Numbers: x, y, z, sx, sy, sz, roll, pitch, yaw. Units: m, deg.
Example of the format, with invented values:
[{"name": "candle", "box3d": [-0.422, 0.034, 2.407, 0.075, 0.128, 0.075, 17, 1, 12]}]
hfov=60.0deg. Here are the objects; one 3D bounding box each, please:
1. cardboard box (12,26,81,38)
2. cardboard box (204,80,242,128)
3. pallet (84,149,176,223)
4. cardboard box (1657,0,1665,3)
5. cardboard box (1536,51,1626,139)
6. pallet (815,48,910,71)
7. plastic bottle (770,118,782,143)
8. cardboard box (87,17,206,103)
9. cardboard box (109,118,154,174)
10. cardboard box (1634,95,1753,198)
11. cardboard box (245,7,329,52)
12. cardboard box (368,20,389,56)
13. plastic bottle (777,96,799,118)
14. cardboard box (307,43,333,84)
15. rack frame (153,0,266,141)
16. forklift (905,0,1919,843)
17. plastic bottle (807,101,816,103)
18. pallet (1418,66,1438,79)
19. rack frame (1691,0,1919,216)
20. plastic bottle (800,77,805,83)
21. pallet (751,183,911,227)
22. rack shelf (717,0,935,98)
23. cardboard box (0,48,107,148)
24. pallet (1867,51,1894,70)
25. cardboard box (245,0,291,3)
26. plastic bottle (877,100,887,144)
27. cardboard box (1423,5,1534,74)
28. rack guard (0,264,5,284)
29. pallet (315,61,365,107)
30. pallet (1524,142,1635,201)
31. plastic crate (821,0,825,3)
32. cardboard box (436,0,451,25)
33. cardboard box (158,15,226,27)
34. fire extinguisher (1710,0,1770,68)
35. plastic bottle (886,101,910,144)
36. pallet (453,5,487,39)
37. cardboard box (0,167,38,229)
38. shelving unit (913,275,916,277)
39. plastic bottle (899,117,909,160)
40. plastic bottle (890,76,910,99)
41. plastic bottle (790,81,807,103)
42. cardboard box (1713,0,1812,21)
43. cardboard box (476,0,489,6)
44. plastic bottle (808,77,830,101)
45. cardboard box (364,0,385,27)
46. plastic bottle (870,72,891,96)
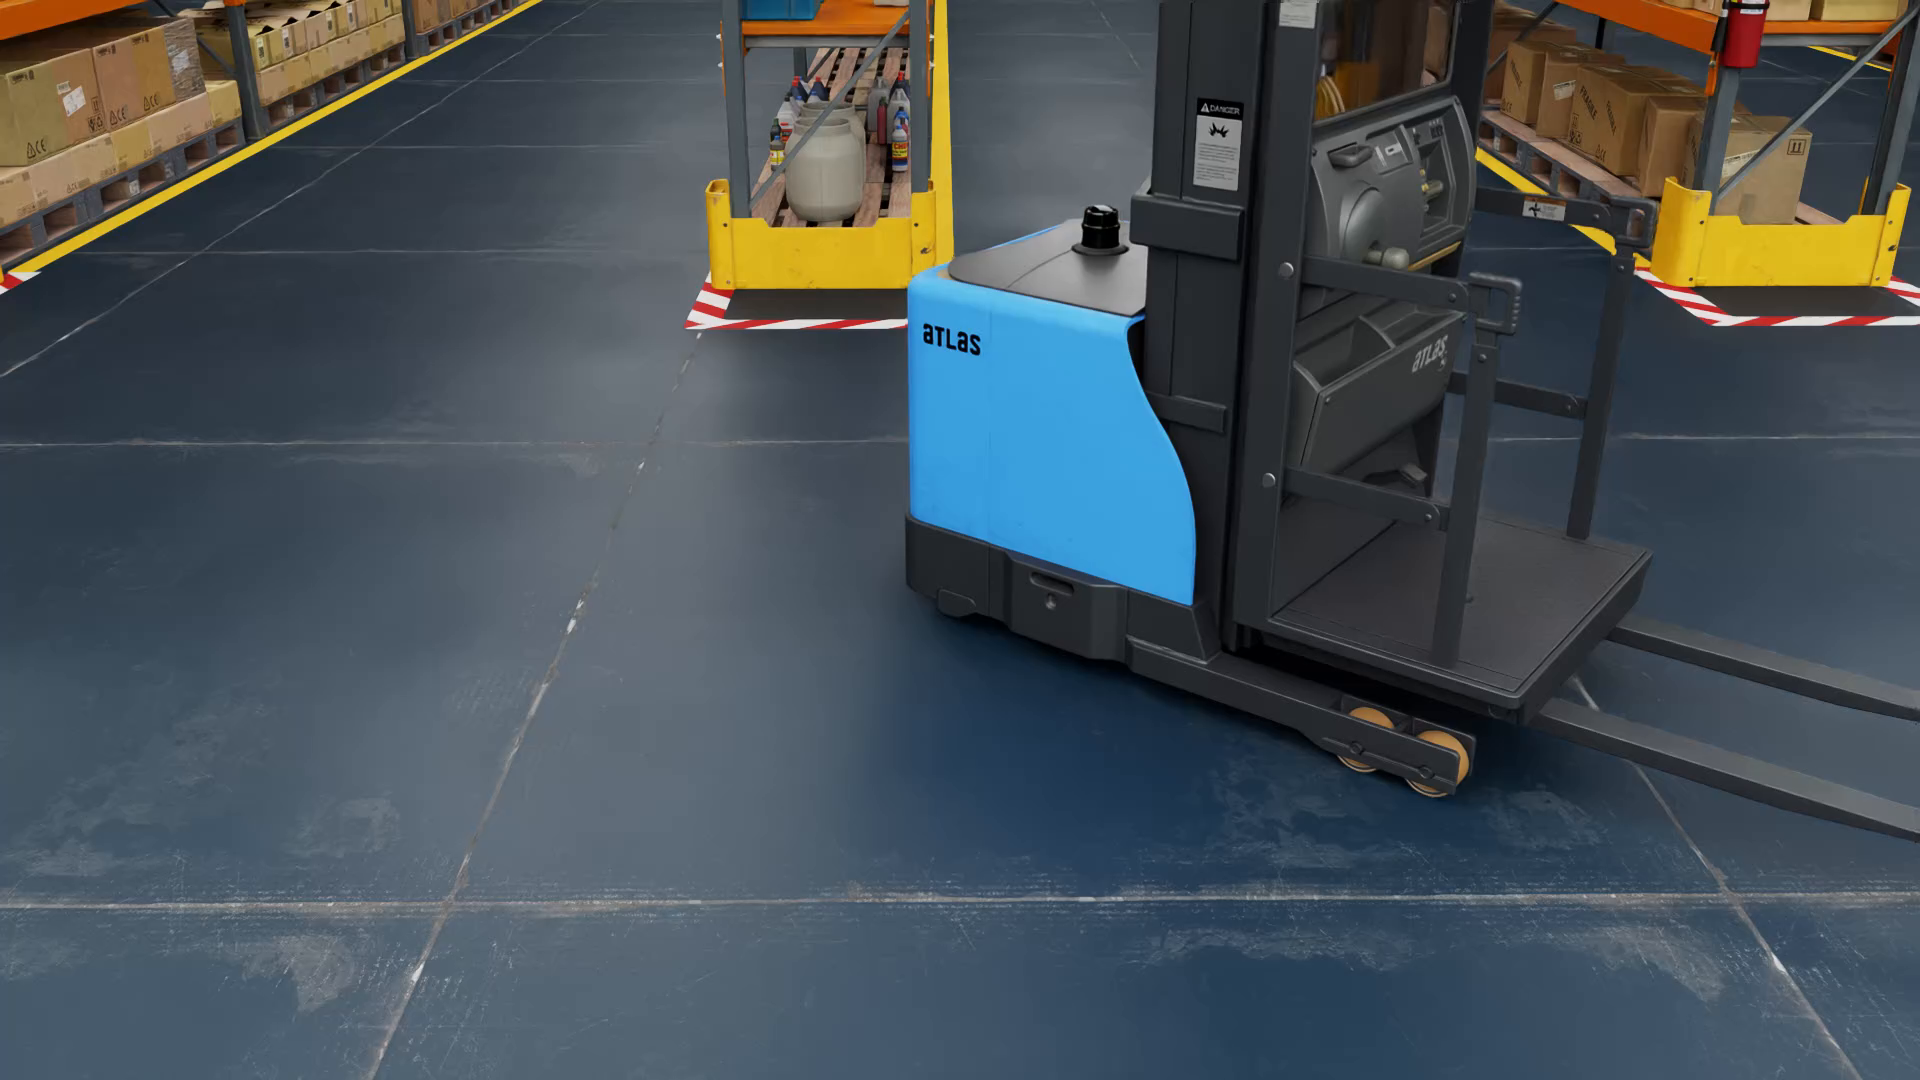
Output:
[{"name": "cardboard box", "box3d": [-5.958, -3.009, 10.680, 0.500, 0.500, 0.500, 0, 24, -1]}, {"name": "cardboard box", "box3d": [-5.437, -3.082, 11.751, 0.500, 0.250, 0.500, 0, 24, -1]}, {"name": "pallet", "box3d": [-5.678, -2.231, 10.427, 1.003, 0.211, 1.213, 0, 24, -1]}, {"name": "cardboard box", "box3d": [4.036, -3.039, 9.134, 0.380, 0.149, 0.250, 0, 24, -1]}, {"name": "cardboard box", "box3d": [4.223, -3.028, 11.328, 0.500, 0.500, 0.500, 8, 25, 16]}, {"name": "pallet", "box3d": [-0.782, -4.412, 15.250, 1.003, 0.211, 1.213, 0, 24, -1]}, {"name": "plastic bottle", "box3d": [-1.142, -2.472, 10.337, 0.061, 0.283, 0.133, 0, 24, 1]}, {"name": "cardboard box", "box3d": [-5.443, -3.217, 11.141, 0.500, 0.500, 0.500, 0, 24, -1]}, {"name": "cardboard box", "box3d": [-5.415, -2.464, 10.385, 0.500, 0.250, 0.500, 0, 24, -1]}, {"name": "cardboard box", "box3d": [4.258, -2.284, 9.684, 0.500, 0.500, 0.500, 6, 25, 13]}, {"name": "cardboard box", "box3d": [-5.423, -4.118, 13.363, 0.500, 0.311, 0.500, -1, 24, -2]}, {"name": "cardboard box", "box3d": [-5.446, -4.492, 14.869, 0.500, 0.250, 0.500, -1, 24, -1]}, {"name": "plastic bottle", "box3d": [-1.105, -2.684, 10.724, 0.144, 0.351, 0.185, 1, 24, 2]}, {"name": "cardboard box", "box3d": [-5.430, -3.863, 13.479, 0.500, 0.250, 0.500, -1, 24, -2]}, {"name": "rack frame", "box3d": [-5.661, -4.333, 11.691, 1.000, 3.000, 0.127, 0, 24, -1]}, {"name": "forklift", "box3d": [1.306, -0.922, 4.231, 3.031, 2.935, 1.130, 18, 30, 34]}, {"name": "plastic bottle", "box3d": [-0.959, -2.737, 10.933, 0.152, 0.276, 0.135, 0, 24, -1]}, {"name": "pallet", "box3d": [4.219, -3.931, 14.185, 1.003, 0.211, 1.213, 0, 24, -1]}, {"name": "rack frame", "box3d": [4.289, -2.728, 8.142, 1.000, 3.000, 0.127, 0, 24, -1]}, {"name": "plastic bottle", "box3d": [-1.143, -3.178, 11.914, 0.097, 0.271, 0.097, 0, 24, 0]}, {"name": "pallet", "box3d": [-0.715, -1.801, 9.476, 1.003, 0.211, 1.213, 0, 24, -1]}, {"name": "rack shelf", "box3d": [-0.686, -3.202, 10.063, 1.077, 0.370, 4.000, 0, 24, -1]}, {"name": "cardboard box", "box3d": [-5.426, -2.599, 9.774, 0.500, 0.500, 0.500, 0, 24, -1]}, {"name": "pallet", "box3d": [9.095, -4.410, 15.244, 1.003, 0.211, 1.213, 0, 24, -1]}, {"name": "cardboard box", "box3d": [-5.975, -4.532, 14.277, 0.500, 0.311, 0.500, -1, 24, -2]}, {"name": "plastic bottle", "box3d": [-0.515, -2.773, 11.004, 0.061, 0.283, 0.133, 0, 24, -1]}, {"name": "cardboard box", "box3d": [4.267, -4.118, 13.715, 0.700, 0.500, 0.500, -2, 24, -5]}, {"name": "rack guard", "box3d": [-5.617, -1.536, 8.540, 1.175, 0.500, 0.348, 0, 24, -1]}, {"name": "pallet", "box3d": [-5.724, -3.870, 14.051, 1.003, 0.211, 1.213, 0, 24, -1]}, {"name": "pallet", "box3d": [4.304, -2.325, 10.635, 1.003, 0.211, 1.213, 0, 24, -1]}, {"name": "plastic crate", "box3d": [-0.970, -3.111, 9.168, 0.499, 0.251, 0.408, 0, 24, -1]}, {"name": "cardboard box", "box3d": [-5.435, -5.448, 16.655, 0.500, 0.500, 0.500, -1, 24, -2]}, {"name": "cardboard box", "box3d": [-5.964, -3.907, 12.896, 0.500, 0.311, 0.500, 0, 24, 1]}, {"name": "fire extinguisher", "box3d": [3.829, -2.644, 8.049, 0.296, 0.674, 0.183, 0, 24, -1]}, {"name": "plastic bottle", "box3d": [-0.409, -2.770, 11.007, 0.152, 0.276, 0.135, 0, 24, 0]}, {"name": "pallet", "box3d": [-5.685, -5.520, 17.700, 1.003, 0.211, 1.213, 0, 24, -1]}, {"name": "cardboard box", "box3d": [-5.401, -1.846, 9.018, 0.500, 0.250, 0.500, 0, 24, -1]}, {"name": "shelving unit", "box3d": [-0.034, -0.424, 5.595, 0.258, 0.900, 0.210, -1, 24, -1]}, {"name": "plastic bottle", "box3d": [-0.356, -2.511, 10.423, 0.061, 0.283, 0.133, 0, 24, 0]}, {"name": "plastic bottle", "box3d": [-0.410, -3.004, 11.434, 0.144, 0.351, 0.185, -1, 24, -3]}, {"name": "plastic bottle", "box3d": [-1.112, -2.935, 11.281, 0.144, 0.351, 0.185, -1, 24, -3]}, {"name": "cardboard box", "box3d": [4.079, -2.730, 8.451, 0.380, 0.149, 0.250, 0, 24, -1]}, {"name": "cardboard box", "box3d": [-5.454, -6.079, 18.050, 0.500, 0.500, 0.500, 0, 24, 0]}, {"name": "plastic bottle", "box3d": [-0.970, -3.014, 11.454, 0.144, 0.351, 0.185, 0, 24, -1]}, {"name": "cardboard box", "box3d": [-5.440, -4.747, 14.752, 0.500, 0.311, 0.500, -1, 24, -1]}, {"name": "plastic bottle", "box3d": [-0.557, -3.083, 11.607, 0.144, 0.351, 0.185, 0, 24, -1]}]
